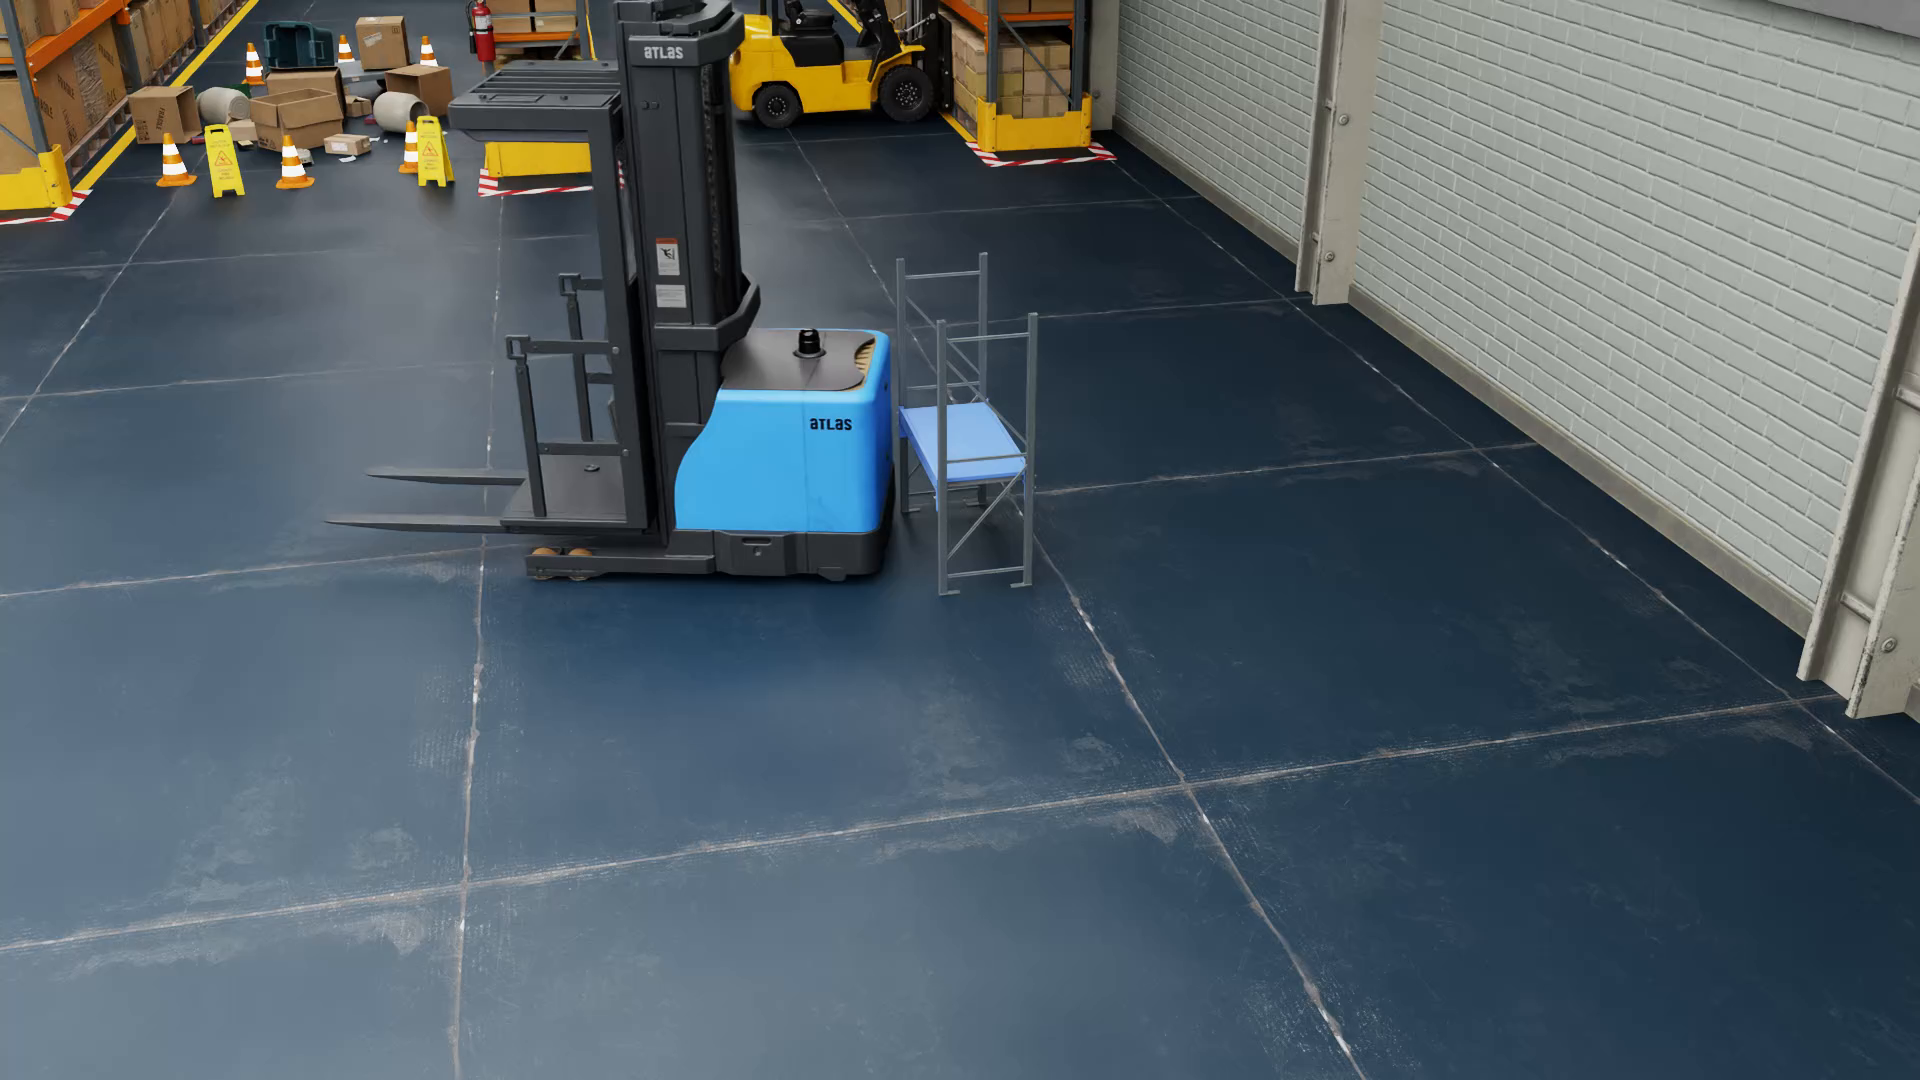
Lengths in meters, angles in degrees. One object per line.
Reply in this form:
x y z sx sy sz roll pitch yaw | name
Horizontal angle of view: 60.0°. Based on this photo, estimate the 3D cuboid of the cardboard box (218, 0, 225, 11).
-10.813 -7.805 23.692 0.500 0.500 0.500 -7 28 -13 | cardboard box

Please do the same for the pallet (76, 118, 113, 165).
-9.390 -4.072 17.084 1.003 0.211 1.213 -6 27 -12 | pallet

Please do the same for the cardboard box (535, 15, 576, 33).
-3.937 -5.044 16.194 0.380 0.149 0.250 -6 27 -11 | cardboard box

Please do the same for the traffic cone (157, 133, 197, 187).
-7.599 -3.684 16.036 0.336 0.463 0.334 -6 27 -12 | traffic cone

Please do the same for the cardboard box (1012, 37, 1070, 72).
0.849 -5.129 17.558 0.500 0.250 0.500 -6 27 -12 | cardboard box

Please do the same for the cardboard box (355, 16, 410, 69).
-6.691 -5.771 19.288 0.500 0.500 0.500 -6 27 -12 | cardboard box

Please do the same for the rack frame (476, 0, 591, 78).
-4.062 -4.987 15.800 1.000 3.000 0.127 -6 27 -12 | rack frame

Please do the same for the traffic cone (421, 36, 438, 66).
-6.607 -6.012 20.648 0.336 0.463 0.334 -6 27 -12 | traffic cone

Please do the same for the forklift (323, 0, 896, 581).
-1.905 -1.329 8.630 3.031 2.935 1.130 1 27 3 | forklift

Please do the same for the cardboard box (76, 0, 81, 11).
-9.516 -5.614 16.876 0.875 0.550 0.550 -6 27 -12 | cardboard box

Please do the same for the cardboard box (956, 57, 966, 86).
0.256 -5.079 18.013 0.500 0.250 0.500 -6 27 -12 | cardboard box

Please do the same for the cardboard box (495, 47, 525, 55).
-4.645 -5.050 16.960 0.380 0.149 0.250 -5 27 -10 | cardboard box

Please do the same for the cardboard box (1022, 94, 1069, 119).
0.853 -4.688 17.794 0.500 0.250 0.500 -6 27 -11 | cardboard box

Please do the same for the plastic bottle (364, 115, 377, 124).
-6.500 -4.674 18.442 0.133 0.061 0.283 -1 27 -3 | plastic bottle

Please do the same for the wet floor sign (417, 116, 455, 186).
-5.062 -3.743 15.950 0.267 0.644 0.232 3 27 6 | wet floor sign

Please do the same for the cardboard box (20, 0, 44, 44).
-9.135 -4.904 15.470 0.875 0.550 0.550 -6 27 -12 | cardboard box

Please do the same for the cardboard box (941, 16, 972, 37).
0.014 -5.736 18.762 0.500 0.250 0.500 -7 28 -13 | cardboard box

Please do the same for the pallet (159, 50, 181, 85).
-10.290 -5.818 20.543 1.003 0.211 1.213 -6 27 -12 | pallet

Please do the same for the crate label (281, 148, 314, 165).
-6.659 -3.843 16.712 0.250 0.136 0.298 -23 35 -38 | crate label

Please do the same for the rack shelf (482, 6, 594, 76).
-4.513 -5.543 17.702 1.077 0.370 4.000 -6 27 -12 | rack shelf

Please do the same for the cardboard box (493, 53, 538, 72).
-4.497 -4.606 16.801 0.500 0.500 0.500 -6 27 -11 | cardboard box

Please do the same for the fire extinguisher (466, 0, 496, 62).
-4.486 -4.855 15.626 0.296 0.674 0.183 -6 27 -12 | fire extinguisher

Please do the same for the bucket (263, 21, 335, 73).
-7.487 -5.587 18.936 0.726 0.611 0.620 3 17 6 | bucket

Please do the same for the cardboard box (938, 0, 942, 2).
-0.325 -6.410 20.097 0.500 0.250 0.500 -6 27 -12 | cardboard box

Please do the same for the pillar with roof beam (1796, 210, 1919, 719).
0.004 -2.862 4.934 9.100 9.000 0.400 -6 27 -12 | pillar with roof beam

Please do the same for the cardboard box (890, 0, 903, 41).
-0.425 -6.945 21.850 0.875 0.625 0.625 -6 27 -12 | cardboard box

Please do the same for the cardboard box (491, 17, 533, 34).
-4.355 -5.017 16.139 0.380 0.149 0.250 -5 27 -10 | cardboard box

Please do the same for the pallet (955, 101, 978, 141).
0.560 -4.579 18.087 1.003 0.211 1.213 -6 27 -12 | pallet

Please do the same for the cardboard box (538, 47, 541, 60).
-4.847 -5.289 18.153 0.500 0.500 0.500 -5 27 -9 | cardboard box

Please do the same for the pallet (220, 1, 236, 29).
-11.111 -7.584 24.042 1.003 0.211 1.213 -6 27 -12 | pallet

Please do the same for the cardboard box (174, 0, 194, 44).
-10.616 -6.858 21.539 1.050 0.750 0.750 -6 27 -12 | cardboard box

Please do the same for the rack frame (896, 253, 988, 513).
-0.095 -0.855 9.280 0.500 1.500 0.032 -6 27 -12 | rack frame

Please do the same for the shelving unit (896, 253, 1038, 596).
0.019 -0.632 8.838 0.538 1.500 1.048 -6 27 -12 | shelving unit

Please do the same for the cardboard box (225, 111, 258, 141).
-7.582 -4.407 17.687 0.396 0.266 0.258 -1 27 -3 | cardboard box

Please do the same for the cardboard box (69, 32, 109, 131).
-9.483 -4.756 17.236 0.875 0.875 0.875 -6 27 -11 | cardboard box

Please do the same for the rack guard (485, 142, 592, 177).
-4.080 -3.904 16.430 1.175 0.500 0.348 -6 27 -12 | rack guard

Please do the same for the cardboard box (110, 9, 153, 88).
-9.991 -5.642 19.130 1.050 0.750 0.750 -6 27 -12 | cardboard box

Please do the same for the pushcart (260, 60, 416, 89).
-7.174 -5.318 19.368 1.648 0.377 0.936 -16 31 -29 | pushcart

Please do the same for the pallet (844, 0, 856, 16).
-1.162 -8.091 25.046 1.003 0.211 1.213 -6 27 -12 | pallet

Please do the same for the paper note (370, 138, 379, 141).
-6.260 -4.257 17.663 0.148 0.019 0.142 3 27 6 | paper note

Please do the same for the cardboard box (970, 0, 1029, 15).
0.406 -5.726 17.155 0.500 0.500 0.500 -7 28 -13 | cardboard box

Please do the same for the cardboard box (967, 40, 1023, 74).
0.365 -5.069 17.440 0.500 0.250 0.500 -5 27 -10 | cardboard box

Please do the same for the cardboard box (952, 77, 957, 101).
0.152 -5.066 18.544 0.500 0.250 0.500 -6 27 -11 | cardboard box

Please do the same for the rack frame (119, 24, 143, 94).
-9.764 -6.195 18.196 1.000 3.000 0.127 -6 27 -12 | rack frame
